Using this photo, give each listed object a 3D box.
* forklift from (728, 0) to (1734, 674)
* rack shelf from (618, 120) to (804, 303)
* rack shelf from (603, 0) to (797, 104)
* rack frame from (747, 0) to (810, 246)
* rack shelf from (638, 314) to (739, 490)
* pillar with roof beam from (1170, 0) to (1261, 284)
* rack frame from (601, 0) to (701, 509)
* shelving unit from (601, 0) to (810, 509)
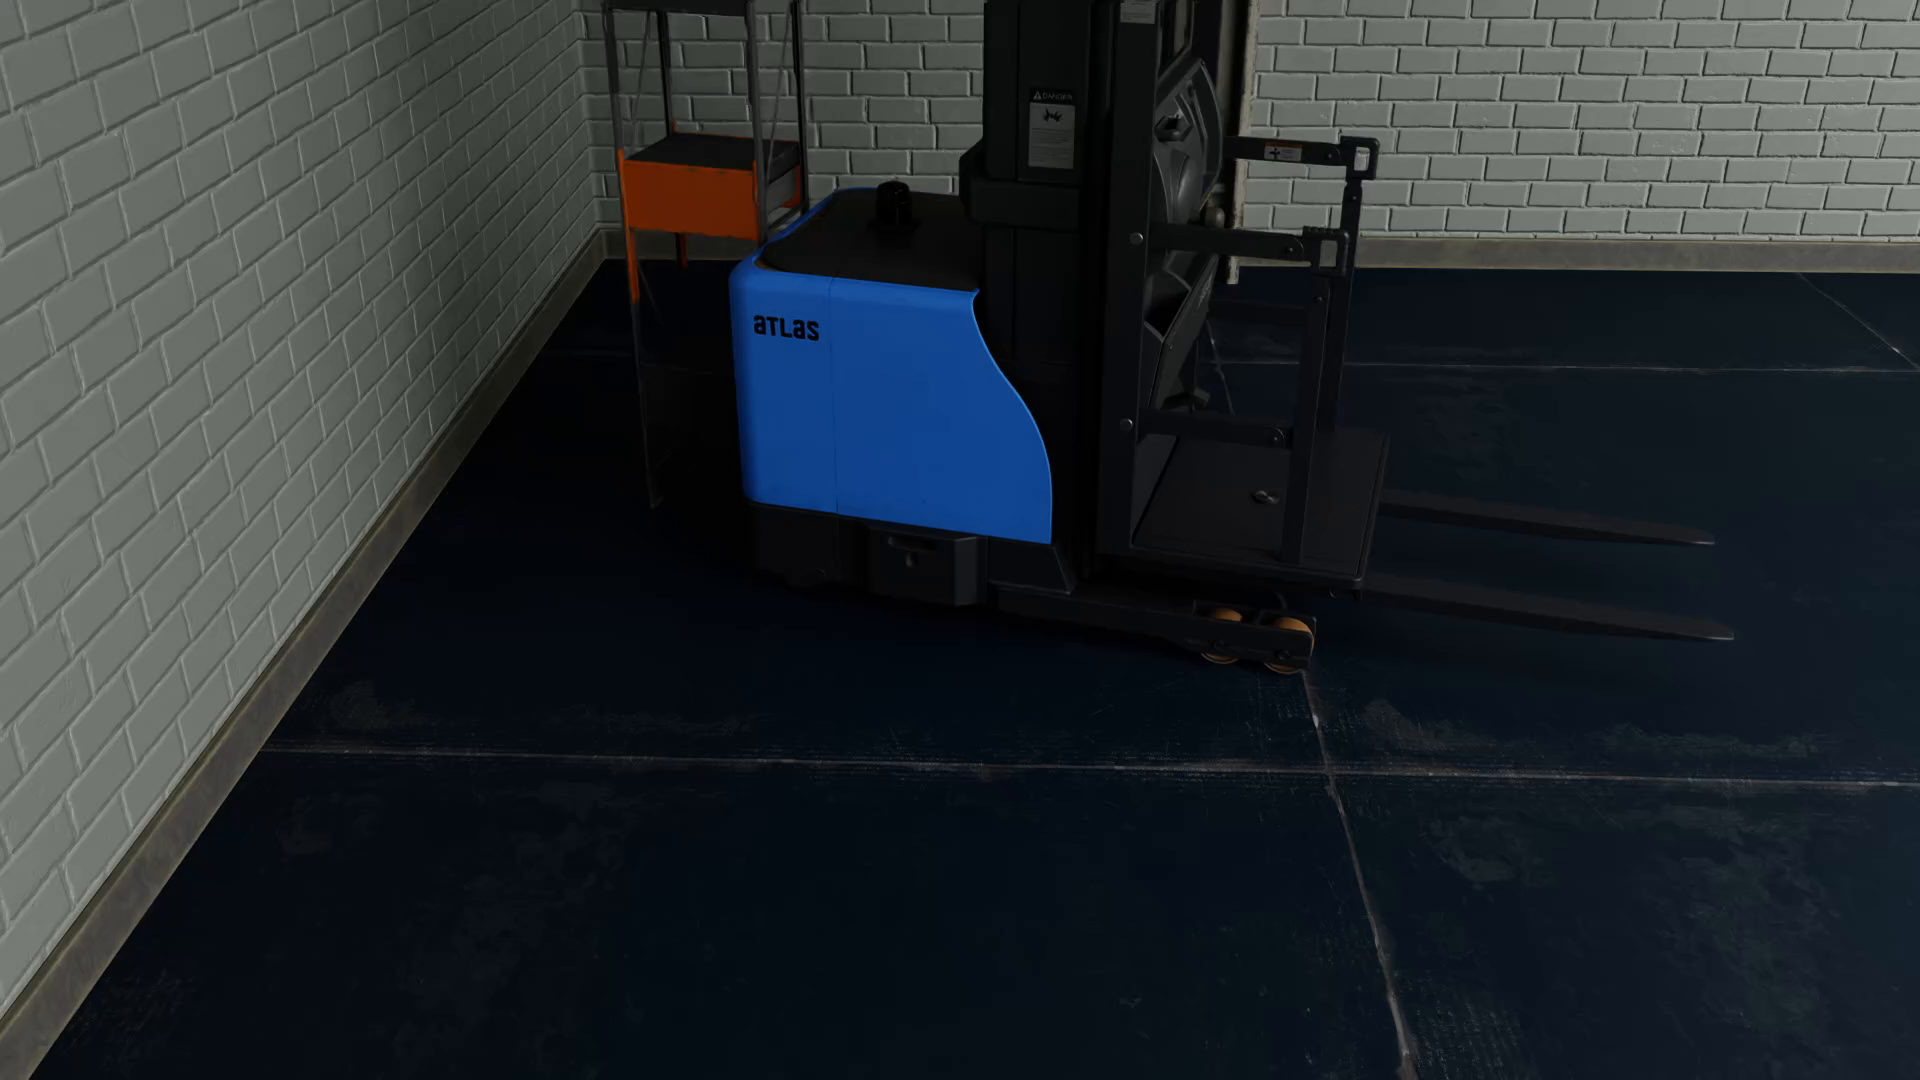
[{"bbox_3d":[0.858,-1.171,4.830,3.031,2.935,1.130,8,29,15],"label":"forklift"},{"bbox_3d":[-0.813,-1.084,5.583,0.480,0.518,0.431,8,29,15],"label":"rack shelf"},{"bbox_3d":[-0.813,-1.703,5.255,0.480,0.518,0.431,8,29,15],"label":"rack shelf"},{"bbox_3d":[-0.580,-1.063,5.513,0.015,2.100,0.400,8,29,15],"label":"rack frame"},{"bbox_3d":[-0.813,-0.466,5.911,0.480,0.518,0.431,8,29,15],"label":"rack shelf"},{"bbox_3d":[1.010,-3.284,2.337,0.400,9.000,9.100,1,28,2],"label":"pillar with roof beam"},{"bbox_3d":[-1.046,-1.130,5.640,0.015,2.100,0.400,8,29,15],"label":"rack frame"},{"bbox_3d":[-0.813,-1.096,5.576,0.503,2.100,0.431,8,29,15],"label":"shelving unit"}]
